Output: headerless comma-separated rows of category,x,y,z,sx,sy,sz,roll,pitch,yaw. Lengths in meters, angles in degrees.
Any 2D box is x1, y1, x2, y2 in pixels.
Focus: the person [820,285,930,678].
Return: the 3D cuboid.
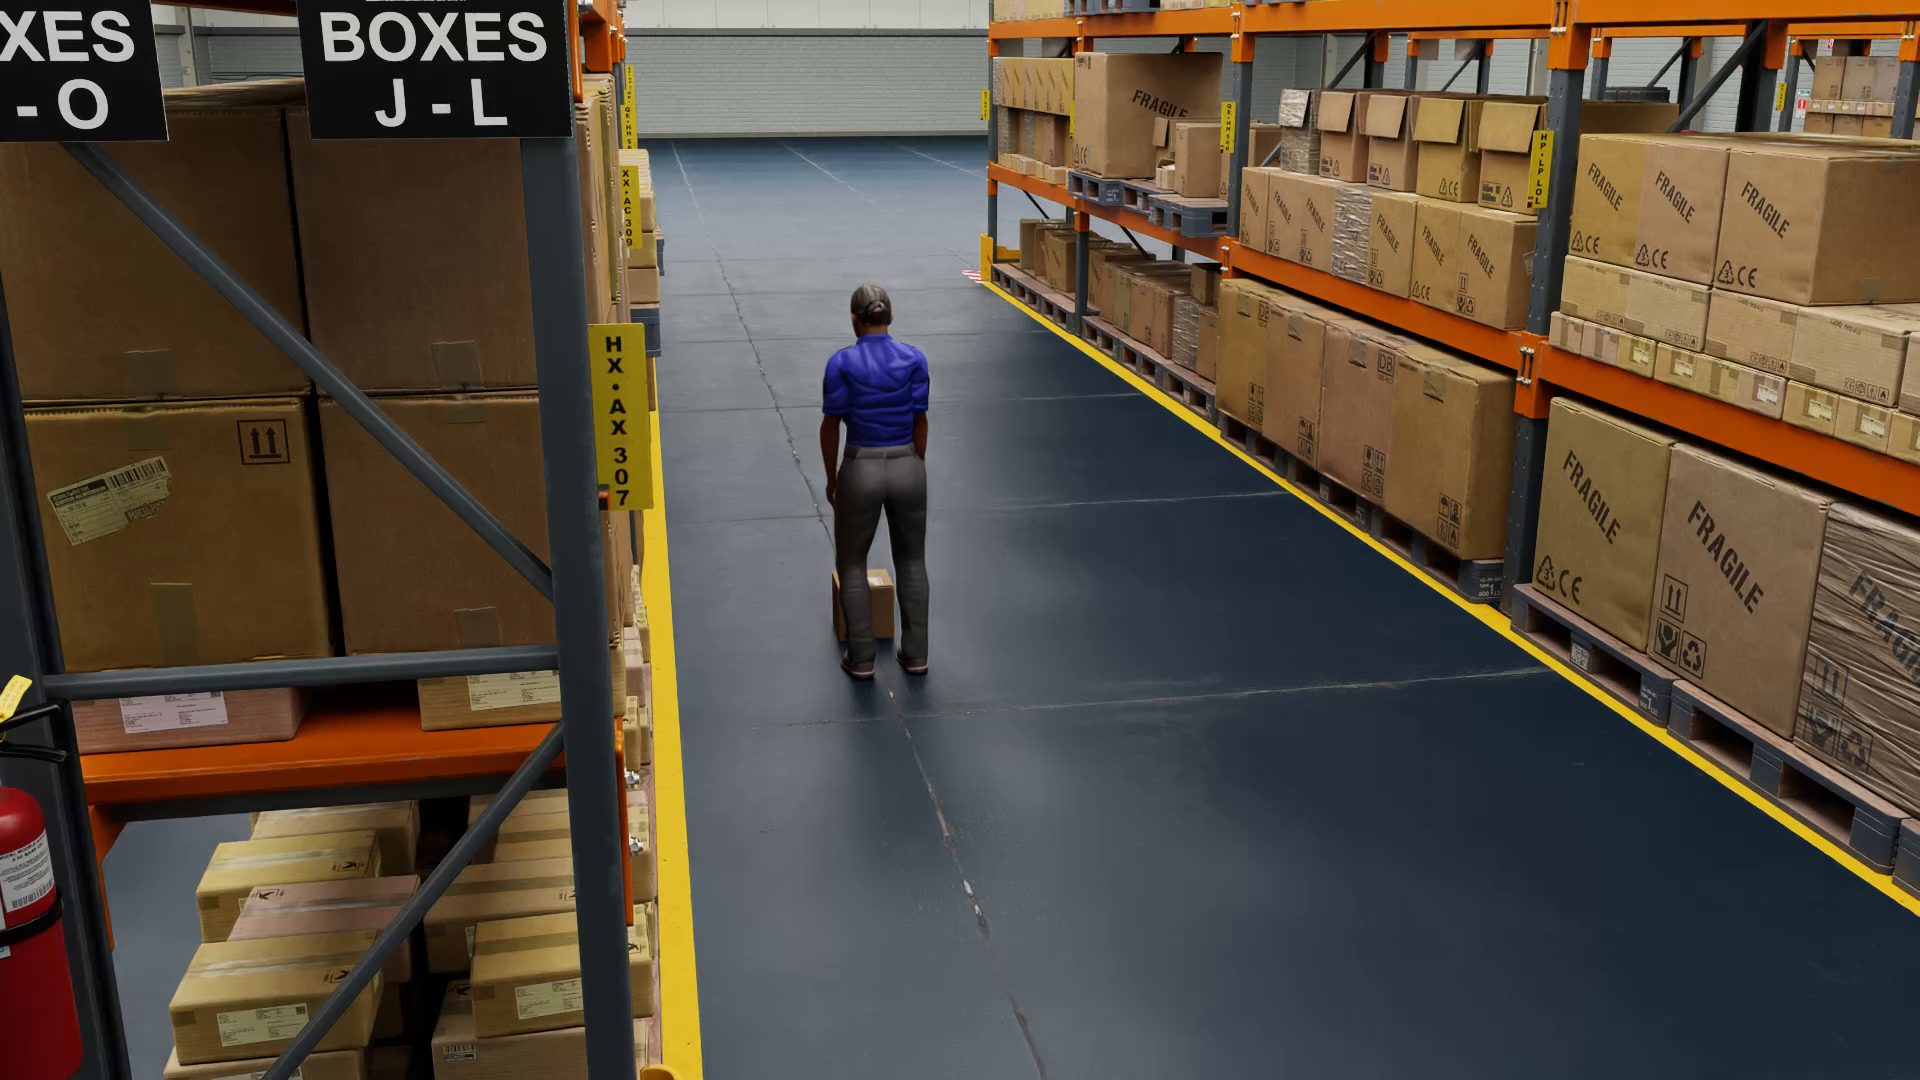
person,-0.351,-0.228,6.884,0.448,1.631,0.343,-3,17,-11
